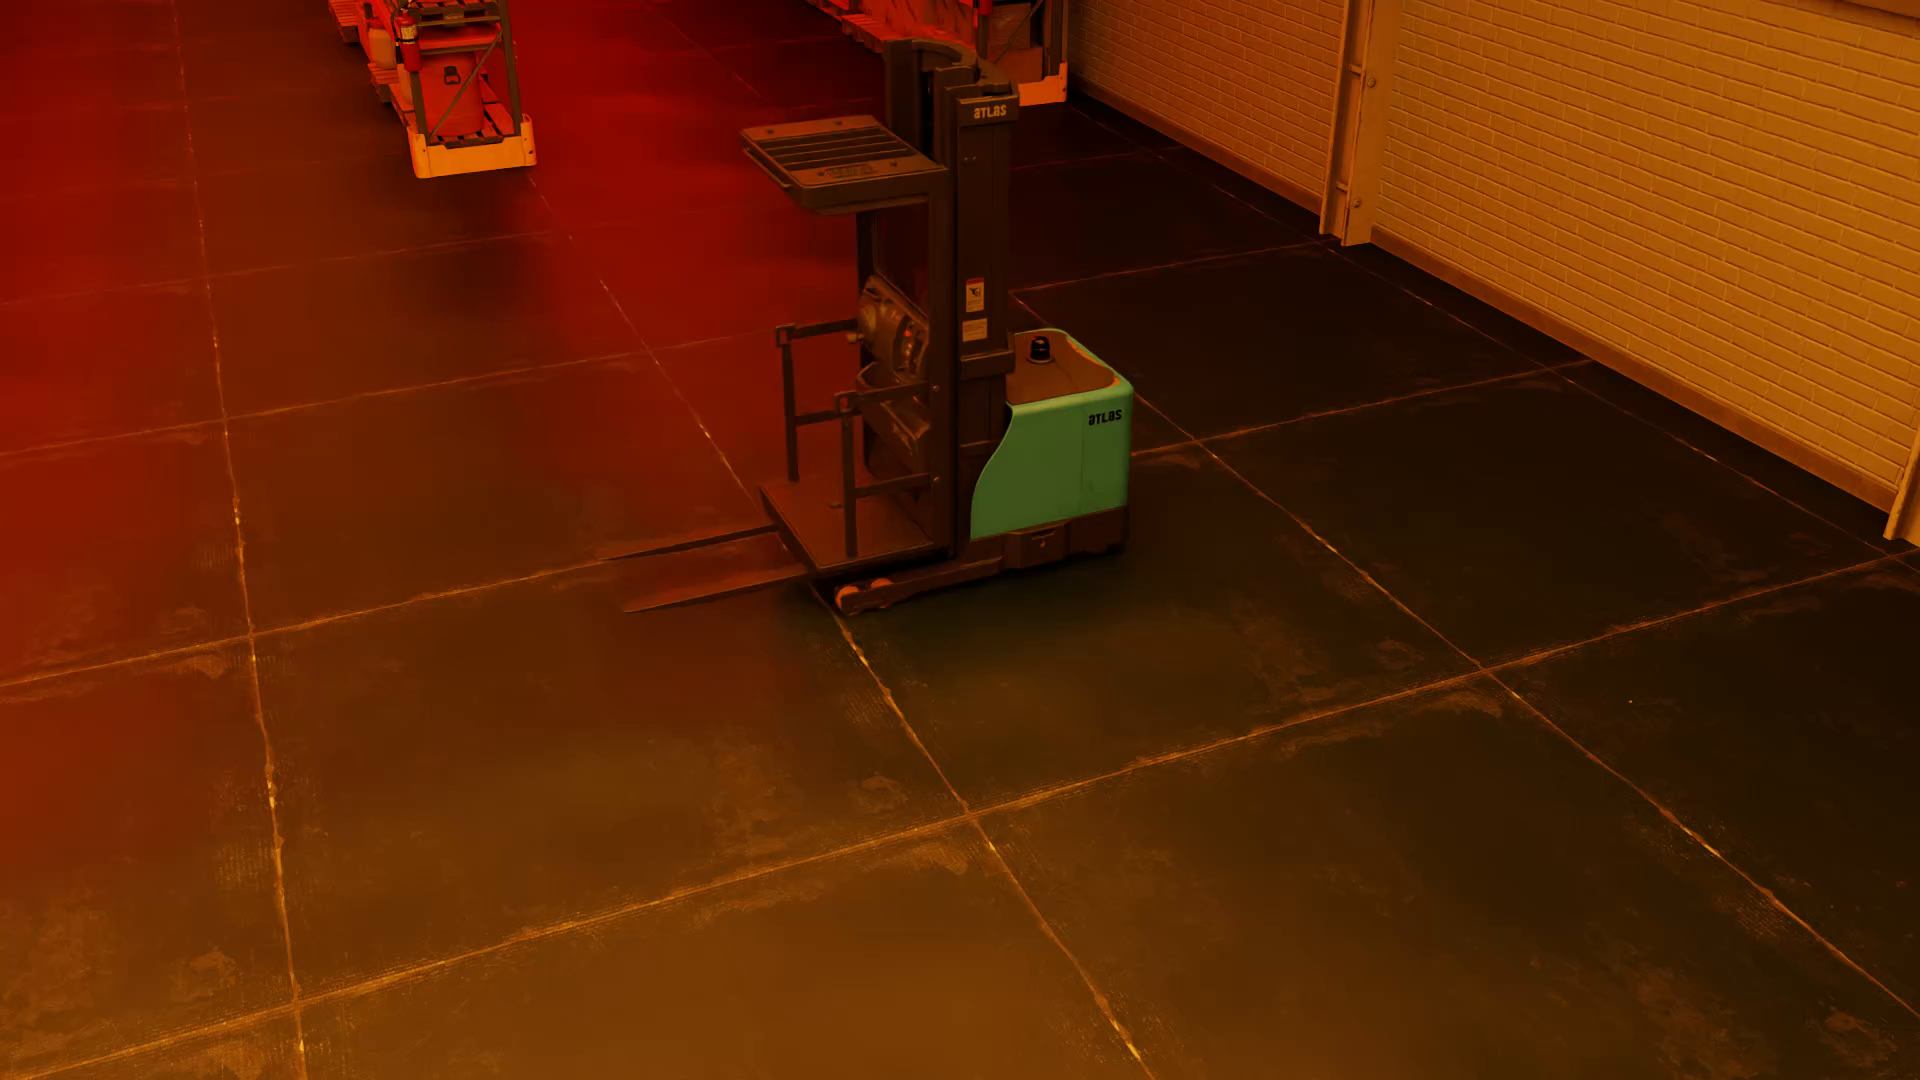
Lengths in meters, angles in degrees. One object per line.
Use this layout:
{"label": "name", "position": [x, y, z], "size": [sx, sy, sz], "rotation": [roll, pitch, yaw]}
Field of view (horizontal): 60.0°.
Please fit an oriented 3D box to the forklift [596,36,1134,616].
{"label": "forklift", "position": [-0.556, -1.146, 9.124], "size": [3.031, 2.935, 1.130], "rotation": [-12, 32, -21]}
